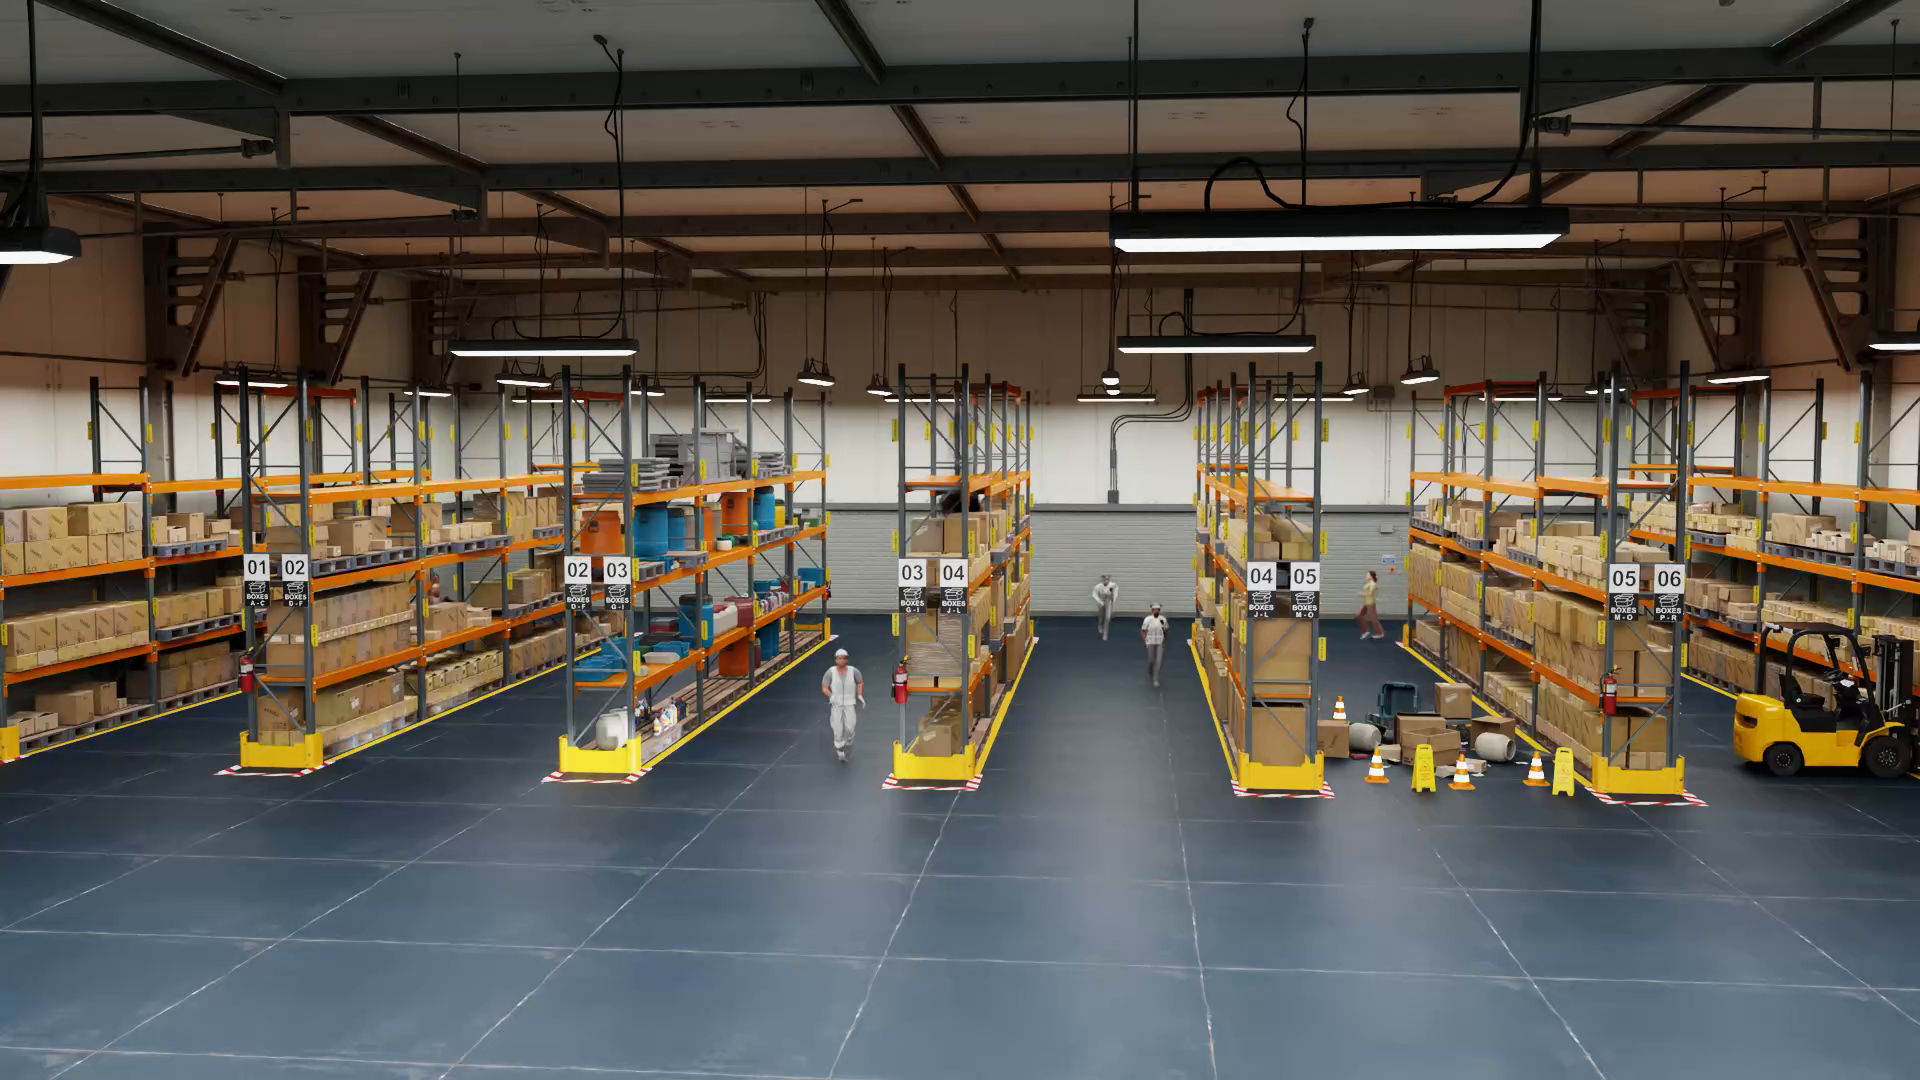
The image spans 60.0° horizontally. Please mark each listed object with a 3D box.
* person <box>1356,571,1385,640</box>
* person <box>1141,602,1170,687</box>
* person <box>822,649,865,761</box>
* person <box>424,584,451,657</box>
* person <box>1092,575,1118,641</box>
[{"bbox_3d":[9.915,1.592,40.189,0.711,1.710,0.544,0,4,-2],"label":"person"},{"bbox_3d":[3.884,2.060,33.114,0.563,1.667,0.604,0,4,1],"label":"person"},{"bbox_3d":[-1.757,2.512,25.176,0.661,1.734,0.642,0,4,-7],"label":"person"},{"bbox_3d":[-11.283,1.824,35.808,0.712,1.776,0.954,-1,4,-9],"label":"person"},{"bbox_3d":[3.533,1.622,40.606,0.653,1.627,0.930,0,4,-6],"label":"person"}]
